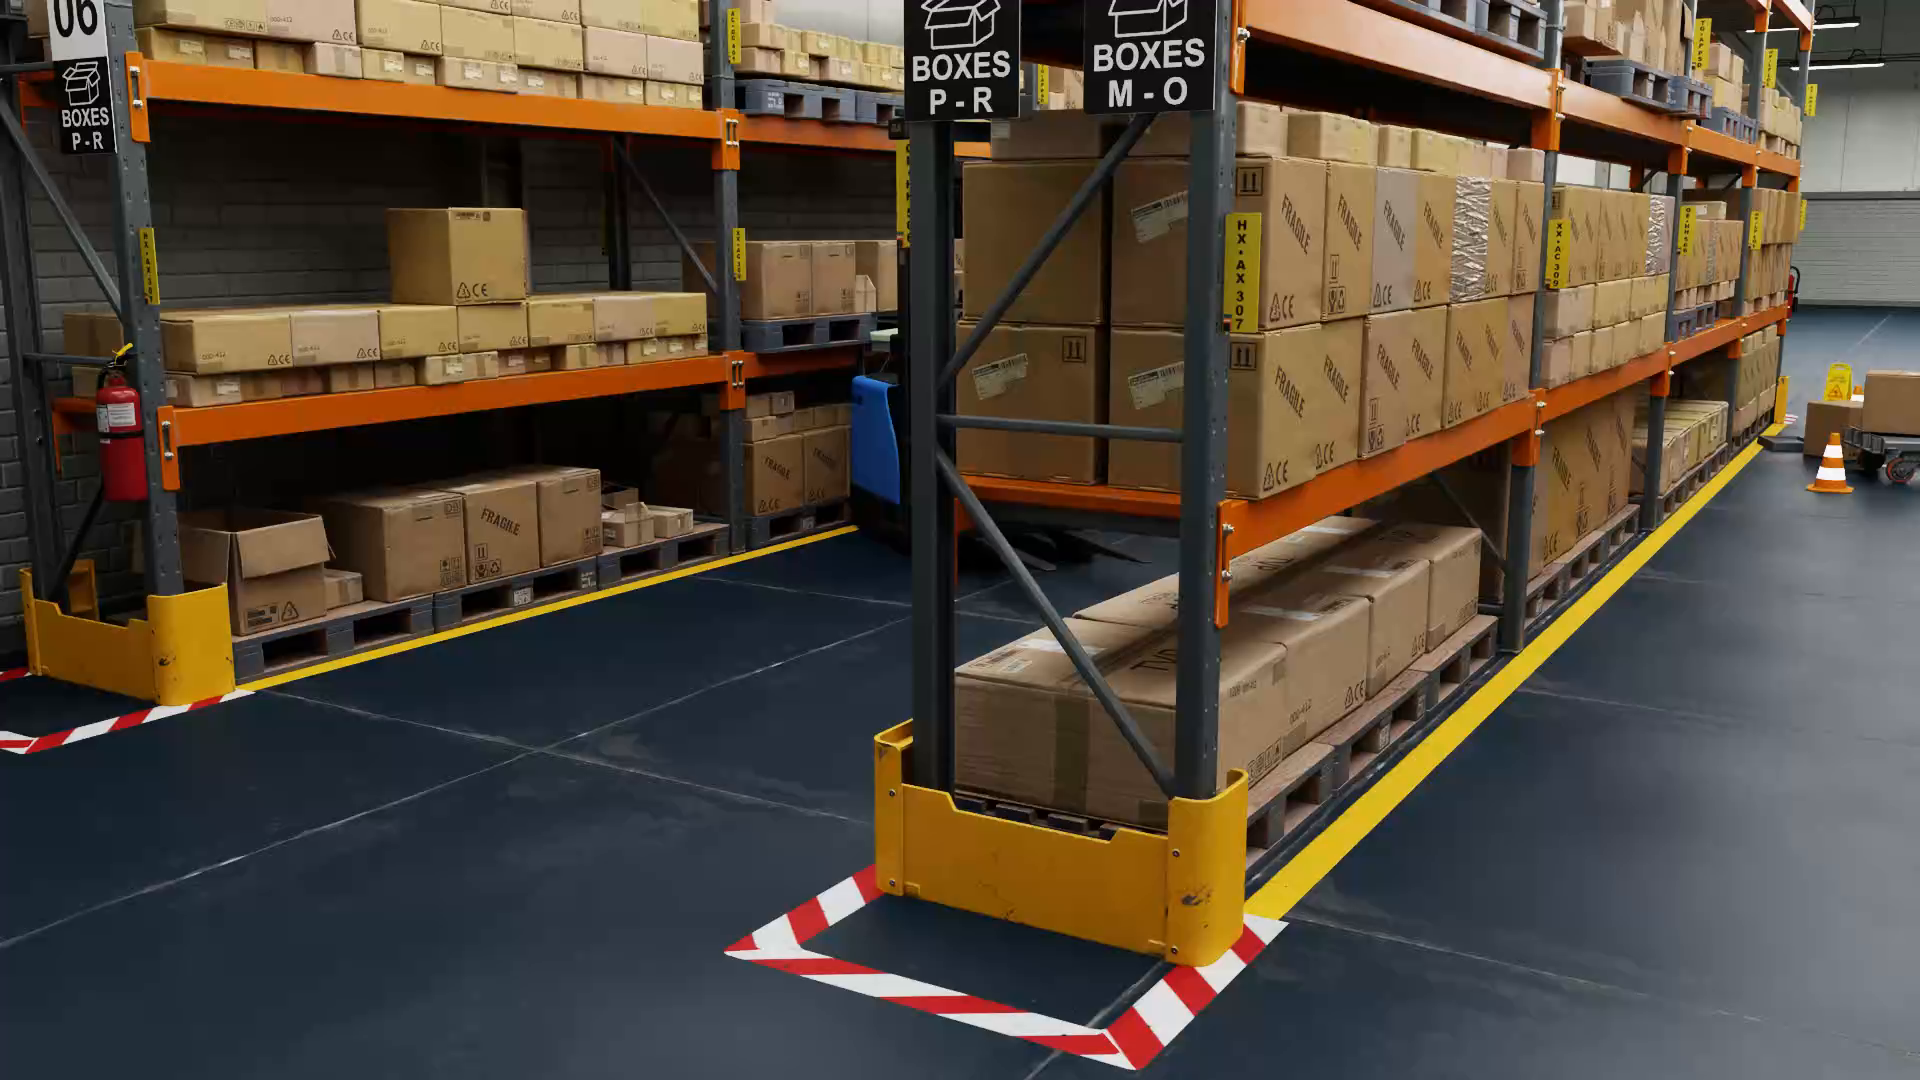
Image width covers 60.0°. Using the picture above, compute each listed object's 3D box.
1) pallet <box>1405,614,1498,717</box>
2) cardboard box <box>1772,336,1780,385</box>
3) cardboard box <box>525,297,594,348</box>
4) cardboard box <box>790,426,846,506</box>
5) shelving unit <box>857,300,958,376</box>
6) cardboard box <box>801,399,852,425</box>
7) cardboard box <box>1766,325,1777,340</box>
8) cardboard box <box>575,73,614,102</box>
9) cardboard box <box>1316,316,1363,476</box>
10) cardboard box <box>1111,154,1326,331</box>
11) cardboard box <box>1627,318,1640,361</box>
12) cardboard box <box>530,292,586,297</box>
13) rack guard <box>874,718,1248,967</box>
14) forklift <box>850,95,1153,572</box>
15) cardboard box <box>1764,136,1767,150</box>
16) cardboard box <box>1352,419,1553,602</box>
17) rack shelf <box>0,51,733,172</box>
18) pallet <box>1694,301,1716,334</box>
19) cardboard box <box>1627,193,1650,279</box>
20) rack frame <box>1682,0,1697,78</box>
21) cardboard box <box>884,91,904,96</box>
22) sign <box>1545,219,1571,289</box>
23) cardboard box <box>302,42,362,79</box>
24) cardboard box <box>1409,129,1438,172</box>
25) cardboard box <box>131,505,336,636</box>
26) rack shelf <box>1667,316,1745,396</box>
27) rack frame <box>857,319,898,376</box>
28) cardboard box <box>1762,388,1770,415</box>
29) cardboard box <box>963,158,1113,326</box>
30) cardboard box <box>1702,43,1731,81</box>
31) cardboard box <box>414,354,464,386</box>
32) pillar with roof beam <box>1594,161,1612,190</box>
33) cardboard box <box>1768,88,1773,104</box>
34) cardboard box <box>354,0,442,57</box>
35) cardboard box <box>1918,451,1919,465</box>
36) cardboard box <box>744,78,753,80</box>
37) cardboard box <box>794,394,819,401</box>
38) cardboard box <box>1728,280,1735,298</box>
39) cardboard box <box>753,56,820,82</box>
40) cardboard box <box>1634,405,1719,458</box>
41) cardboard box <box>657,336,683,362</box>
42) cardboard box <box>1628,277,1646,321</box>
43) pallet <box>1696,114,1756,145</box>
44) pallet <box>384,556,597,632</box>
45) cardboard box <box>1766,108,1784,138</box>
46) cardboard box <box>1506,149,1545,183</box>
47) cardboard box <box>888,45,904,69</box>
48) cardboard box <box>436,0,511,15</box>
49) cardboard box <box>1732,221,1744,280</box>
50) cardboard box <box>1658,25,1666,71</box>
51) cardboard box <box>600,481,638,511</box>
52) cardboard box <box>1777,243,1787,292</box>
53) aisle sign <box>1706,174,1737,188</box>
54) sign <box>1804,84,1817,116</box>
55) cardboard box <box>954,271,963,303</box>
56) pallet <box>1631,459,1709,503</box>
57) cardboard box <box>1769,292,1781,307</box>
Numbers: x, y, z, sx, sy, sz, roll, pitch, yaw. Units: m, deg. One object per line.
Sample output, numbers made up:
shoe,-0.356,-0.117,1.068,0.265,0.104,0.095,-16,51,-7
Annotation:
pallet,1.919,0.529,7.971,1.003,0.211,1.213,6,12,31
cardboard box,8.418,-1.914,17.734,0.500,0.500,0.500,6,12,31
cardboard box,-2.437,-1.239,9.437,0.500,0.250,0.500,6,12,30
cardboard box,-1.152,-0.545,11.779,0.500,0.500,0.500,6,12,30
shelving unit,-0.354,-0.967,12.073,0.431,1.500,0.755,7,15,32
cardboard box,-0.956,-0.928,12.062,0.380,0.149,0.250,6,12,31
cardboard box,8.285,-2.169,17.331,0.380,0.149,0.250,7,13,32
cardboard box,-2.205,-2.576,9.509,0.380,0.149,0.250,6,12,30
cardboard box,1.038,-0.504,5.640,0.500,0.500,0.500,6,12,30
cardboard box,0.797,-0.914,5.110,0.500,0.500,0.500,6,12,29
cardboard box,3.890,-1.246,10.278,0.500,0.250,0.500,6,12,30
cardboard box,-2.605,-1.369,10.127,0.500,0.250,0.500,6,12,30
rack guard,0.292,0.907,5.163,1.175,0.500,0.348,6,12,31
forklift,0.232,-1.333,10.526,1.130,2.935,3.031,-4,11,-21
cardboard box,7.436,-3.751,15.783,0.380,0.149,0.250,6,12,29
cardboard box,2.635,-0.221,9.032,0.875,0.875,0.875,7,13,32
rack shelf,-2.901,-2.234,8.954,1.077,0.370,4.000,6,12,31
pallet,5.451,-1.804,13.375,1.003,0.211,1.213,6,12,31
cardboard box,3.890,-1.859,10.156,0.500,0.500,0.500,6,12,31
rack frame,4.458,-4.532,11.122,1.000,3.000,0.127,6,12,31
cardboard box,-0.455,-3.375,12.417,0.380,0.149,0.250,7,13,32
sign,2.856,-1.366,7.945,0.100,0.325,0.005,6,12,31
cardboard box,-3.097,-2.289,7.977,0.380,0.149,0.250,7,13,32
cardboard box,1.566,-1.454,6.231,0.380,0.149,0.250,6,12,29
cardboard box,-3.541,0.135,8.140,0.797,0.503,0.637,6,12,28
rack shelf,5.496,-1.544,13.420,1.077,0.370,4.000,6,12,31
rack frame,-0.550,-0.901,11.771,0.400,1.500,0.023,7,15,32
cardboard box,8.146,-1.463,17.361,0.500,0.250,0.500,6,12,31
cardboard box,0.351,-0.964,5.379,0.500,0.500,0.500,7,13,33
cardboard box,5.832,-3.799,13.267,0.500,0.250,0.500,7,12,32
cardboard box,-2.823,-0.899,8.699,0.380,0.149,0.250,6,12,29
pillar with roof beam,19.375,-9.604,38.212,9.100,9.000,0.548,6,12,31
cardboard box,7.232,-4.058,15.256,0.380,0.149,0.250,6,12,29
cardboard box,-2.953,-2.550,8.288,0.500,0.250,0.500,6,12,29
cardboard box,8.792,-0.791,14.875,0.258,0.266,0.396,-2,11,-9
cardboard box,-1.528,-3.172,11.281,0.380,0.149,0.250,6,12,29
cardboard box,-1.283,-1.017,12.541,0.380,0.149,0.250,7,12,31
cardboard box,6.503,-2.188,14.446,0.380,0.149,0.250,7,12,32
cardboard box,-1.156,-3.130,11.053,0.380,0.149,0.250,7,12,31
cardboard box,5.894,-0.931,14.190,0.950,0.372,0.625,7,13,34
cardboard box,-1.929,-1.187,10.240,0.380,0.149,0.250,7,13,32
cardboard box,3.912,-1.491,10.232,0.500,0.250,0.500,6,12,29
pallet,6.123,-3.507,14.311,1.213,0.211,1.003,6,12,31
pallet,-2.853,0.244,9.495,1.003,0.211,1.213,6,12,31
cardboard box,7.528,-3.962,15.827,0.500,0.250,0.500,7,12,31
cardboard box,2.493,-1.735,7.732,0.380,0.149,0.250,6,12,30
cardboard box,-0.584,-3.433,11.866,0.380,0.149,0.250,6,12,31
cardboard box,-2.710,-2.877,8.672,0.500,0.250,0.500,7,13,32
cardboard box,6.491,-2.519,14.454,0.500,0.500,0.500,6,12,30
cardboard box,4.042,-2.948,10.036,0.396,0.266,0.258,6,12,29
cardboard box,-2.408,-0.231,10.618,0.500,0.311,0.500,7,13,33
cardboard box,8.301,-2.847,17.343,0.500,0.500,0.500,6,12,31
aisle sign,8.378,-4.159,18.365,0.394,0.787,0.004,6,12,31
sign,9.075,-4.695,17.737,0.100,0.325,0.005,6,12,31
cardboard box,-0.058,-1.993,13.127,0.500,0.250,0.500,6,12,28
pallet,5.499,-0.526,13.607,1.003,0.211,1.213,6,12,31
cardboard box,8.304,-2.507,17.289,0.380,0.149,0.250,7,12,32
